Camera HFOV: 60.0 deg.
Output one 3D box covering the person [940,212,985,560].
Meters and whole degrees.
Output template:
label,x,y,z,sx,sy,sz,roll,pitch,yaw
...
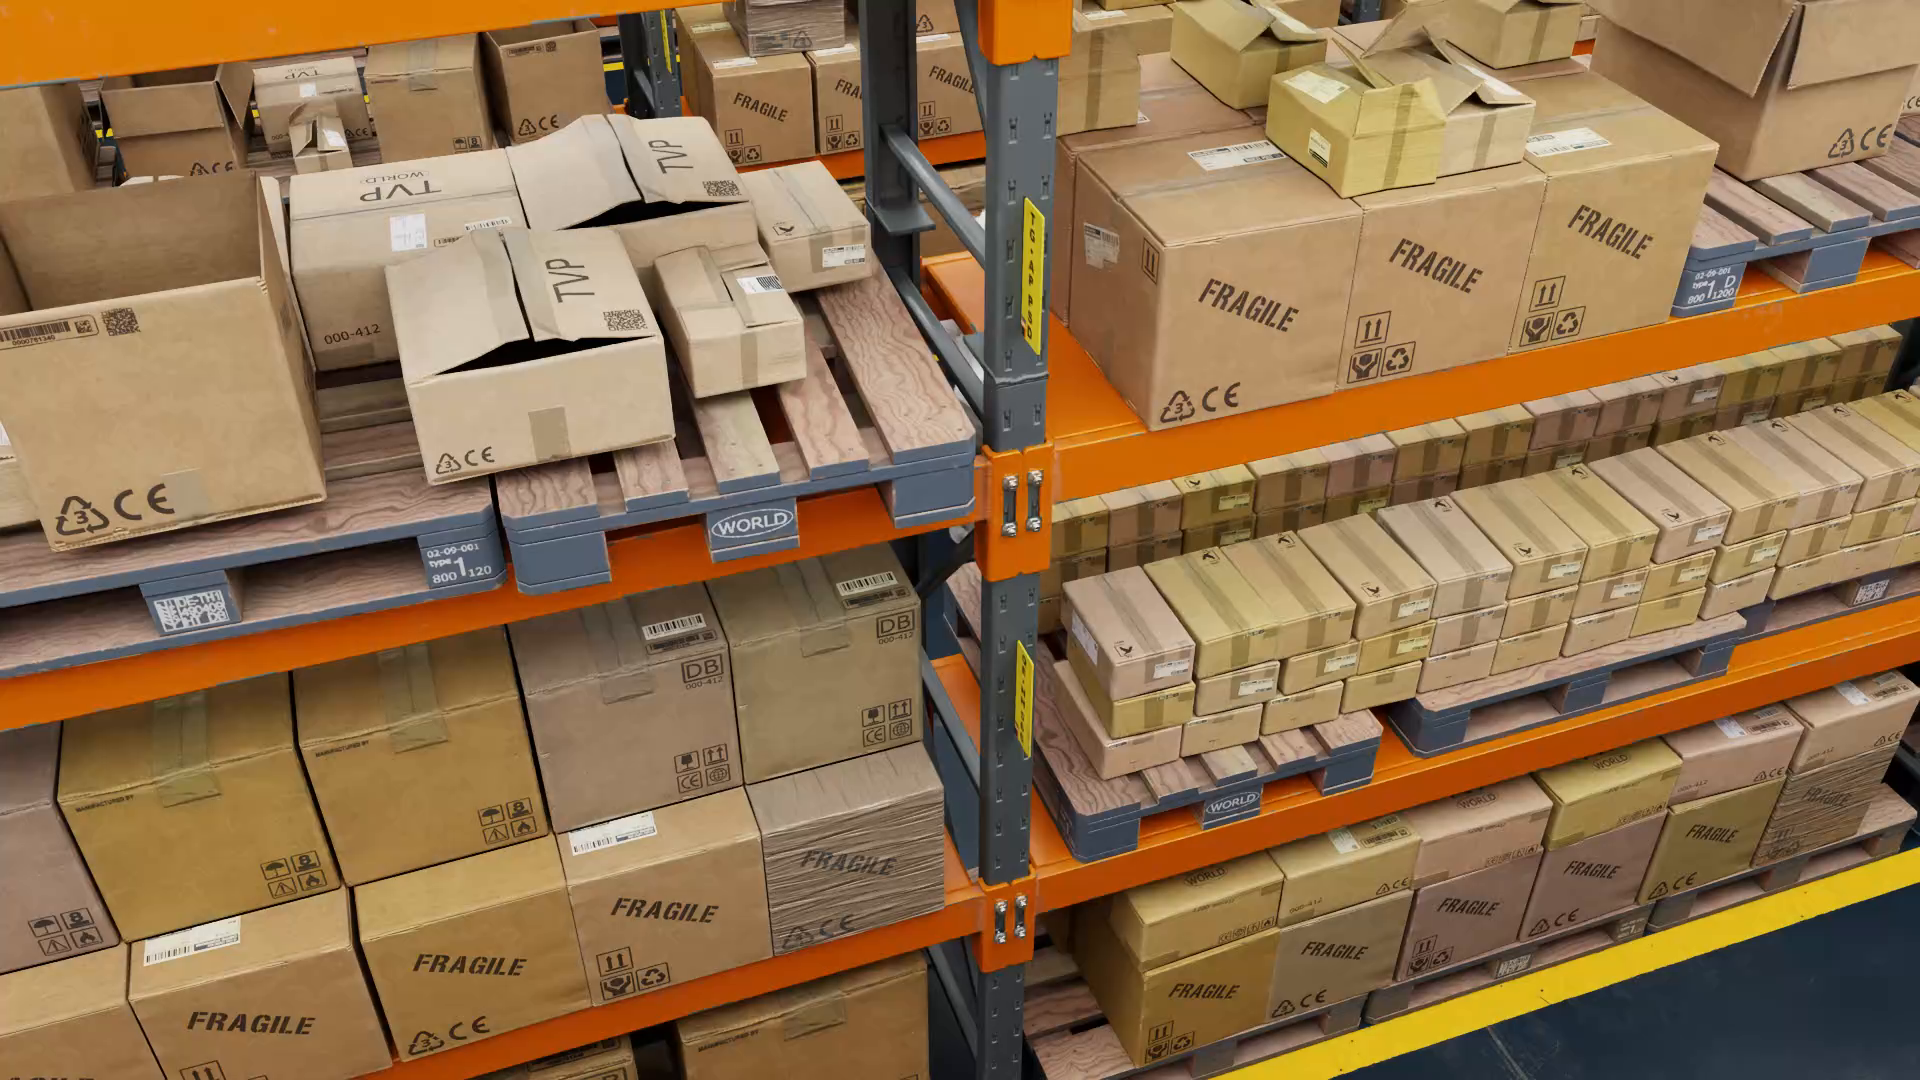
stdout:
label,x,y,z,sx,sy,sz,roll,pitch,yaw
person,0.128,-0.743,7.736,0.505,1.761,0.576,-13,39,-17
